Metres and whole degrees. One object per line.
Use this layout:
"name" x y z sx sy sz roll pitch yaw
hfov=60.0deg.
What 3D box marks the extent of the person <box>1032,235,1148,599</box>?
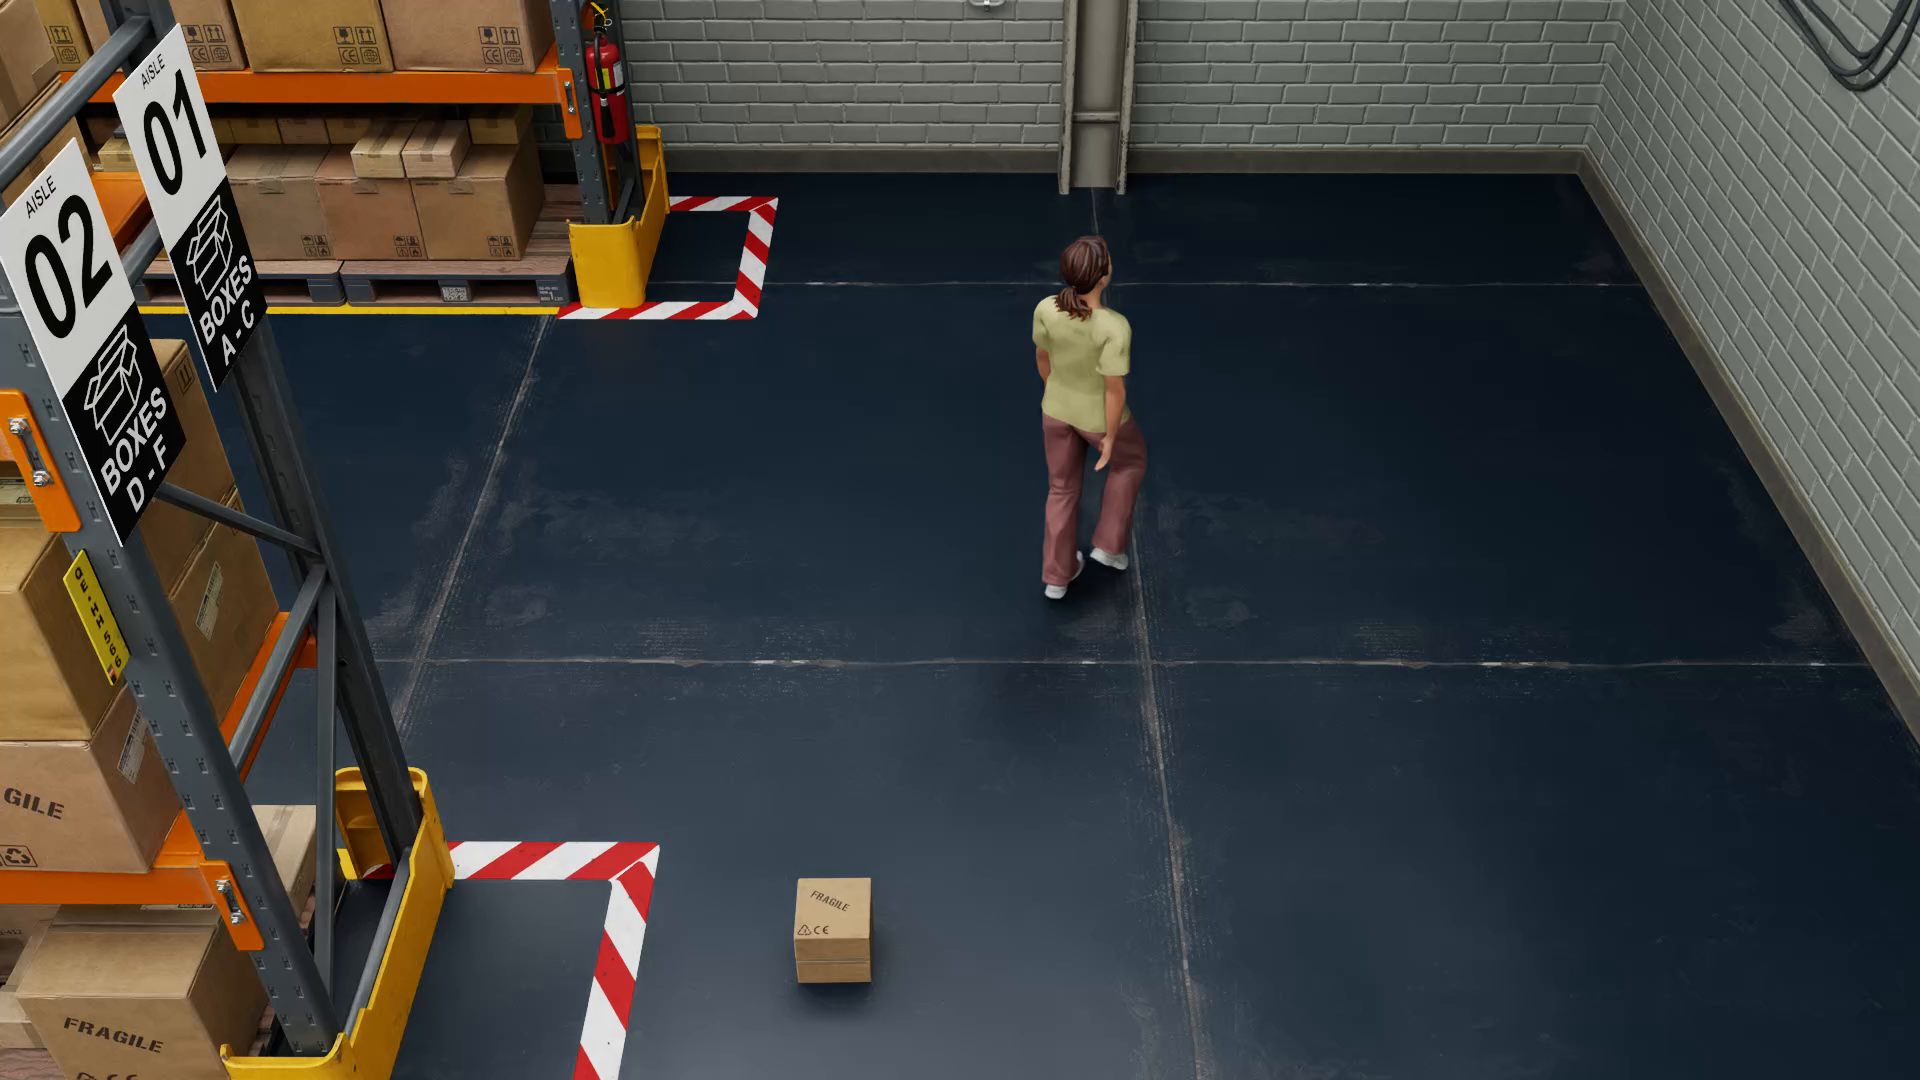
"person" 0.508 -0.491 6.761 0.445 1.722 0.500 19 43 21
